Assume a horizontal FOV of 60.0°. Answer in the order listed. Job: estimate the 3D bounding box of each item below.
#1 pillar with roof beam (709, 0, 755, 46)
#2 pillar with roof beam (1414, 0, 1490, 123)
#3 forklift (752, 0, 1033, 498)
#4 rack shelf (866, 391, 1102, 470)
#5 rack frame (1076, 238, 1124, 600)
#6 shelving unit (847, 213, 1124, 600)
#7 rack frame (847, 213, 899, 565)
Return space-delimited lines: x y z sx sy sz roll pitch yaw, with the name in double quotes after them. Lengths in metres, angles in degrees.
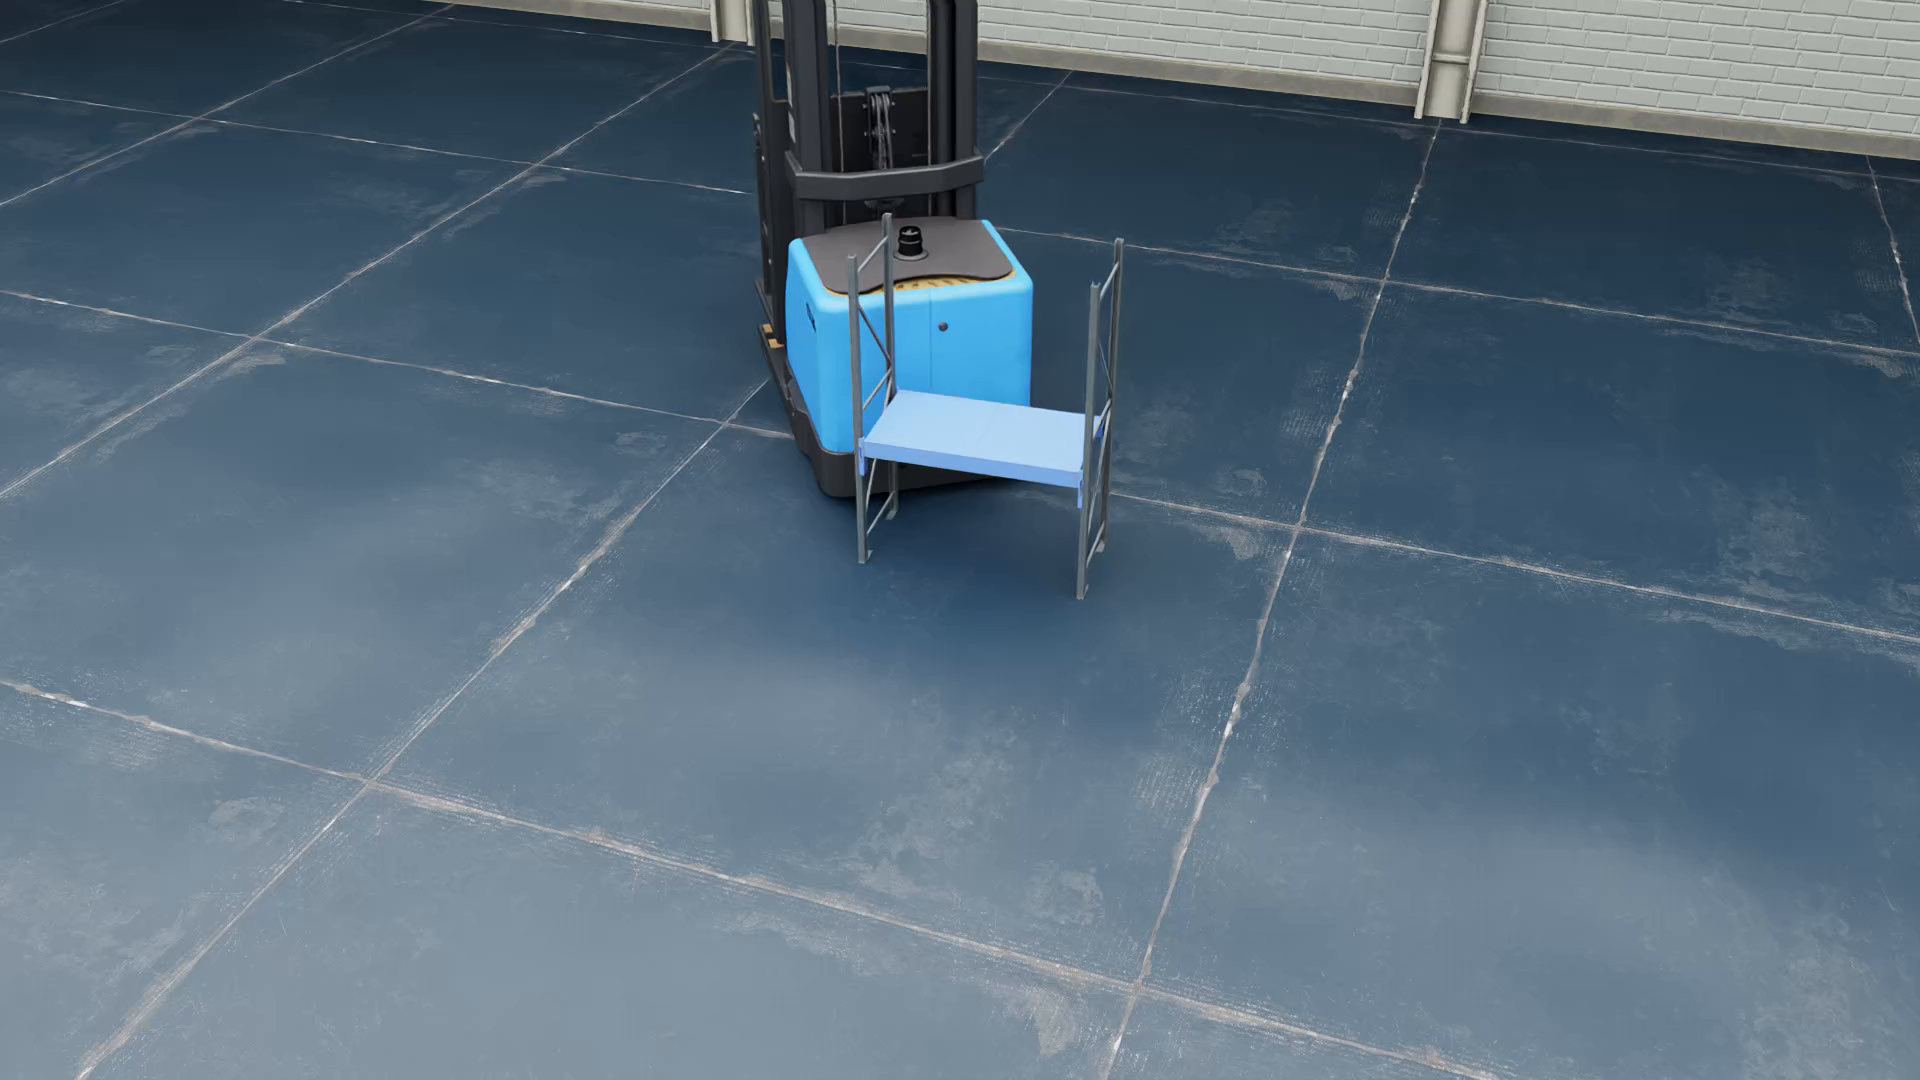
-3.375 -5.966 8.695 0.400 9.000 9.100 11 34 16 "pillar with roof beam"
2.274 -4.868 6.994 0.400 9.000 9.100 11 34 16 "pillar with roof beam"
-0.515 -2.227 8.496 1.130 2.935 3.031 -8 34 -12 "forklift"
0.110 -0.463 7.325 0.952 0.062 0.459 9 34 14 "rack shelf"
0.598 -0.496 7.135 0.032 1.500 0.500 9 34 14 "rack frame"
0.110 -0.573 7.254 1.048 1.500 0.500 9 34 14 "shelving unit"
-0.378 -0.650 7.374 0.032 1.500 0.500 9 34 14 "rack frame"
